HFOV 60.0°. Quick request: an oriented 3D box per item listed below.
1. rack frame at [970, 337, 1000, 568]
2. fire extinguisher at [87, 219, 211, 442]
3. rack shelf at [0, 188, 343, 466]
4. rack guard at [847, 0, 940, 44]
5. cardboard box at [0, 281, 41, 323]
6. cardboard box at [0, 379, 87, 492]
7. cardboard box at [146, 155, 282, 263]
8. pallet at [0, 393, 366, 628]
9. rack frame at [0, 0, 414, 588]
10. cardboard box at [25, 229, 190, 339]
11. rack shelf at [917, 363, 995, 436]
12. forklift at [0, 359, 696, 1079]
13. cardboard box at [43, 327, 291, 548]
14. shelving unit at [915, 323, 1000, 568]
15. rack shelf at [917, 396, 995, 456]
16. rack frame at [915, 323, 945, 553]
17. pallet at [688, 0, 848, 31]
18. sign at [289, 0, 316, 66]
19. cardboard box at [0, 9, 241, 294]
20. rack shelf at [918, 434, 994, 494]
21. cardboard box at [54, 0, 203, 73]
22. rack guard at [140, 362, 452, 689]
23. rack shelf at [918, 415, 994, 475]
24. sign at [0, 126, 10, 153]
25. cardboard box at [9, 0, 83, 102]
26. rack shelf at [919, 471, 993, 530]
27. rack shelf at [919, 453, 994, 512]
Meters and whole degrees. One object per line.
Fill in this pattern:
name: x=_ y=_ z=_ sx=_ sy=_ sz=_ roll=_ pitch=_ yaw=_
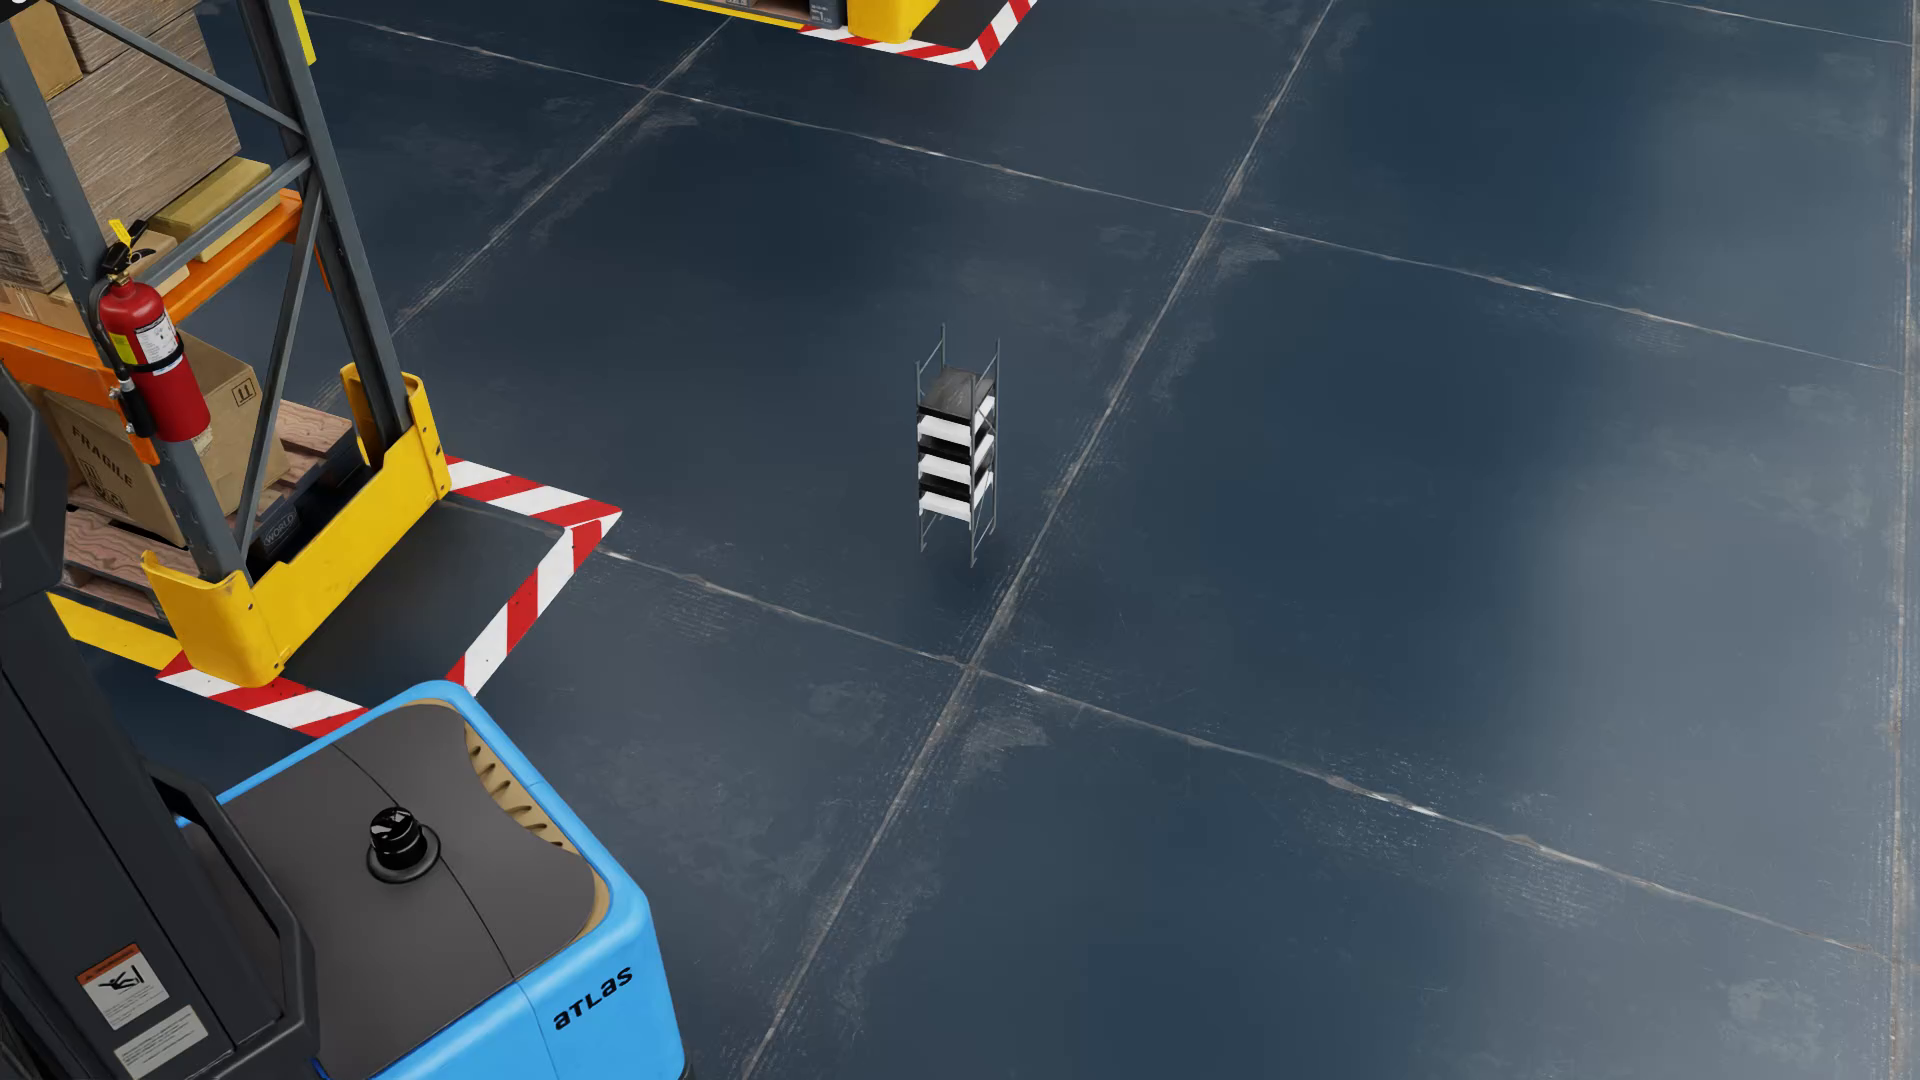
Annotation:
rack frame: x=0.086 y=-0.294 z=5.907 sx=0.006 sy=0.900 sz=0.240 roll=16 pitch=47 yaw=16
fire extinguisher: x=-2.341 y=-0.585 z=4.766 sx=0.183 sy=0.674 sz=0.296 roll=16 pitch=47 yaw=16
rack shelf: x=-4.115 y=-1.231 z=5.871 sx=4.000 sy=0.370 sz=1.077 roll=16 pitch=47 yaw=16
rack guard: x=-0.244 y=-3.252 z=9.164 sx=0.348 sy=0.500 sz=1.175 roll=16 pitch=47 yaw=16
cardboard box: x=-2.842 y=-0.865 z=5.171 sx=0.250 sy=0.149 sz=0.380 roll=16 pitch=47 yaw=16
cardboard box: x=-3.404 y=-0.526 z=6.127 sx=0.500 sy=0.500 sz=0.500 roll=29 pitch=52 yaw=26
cardboard box: x=-2.440 y=-1.087 z=5.394 sx=0.250 sy=0.149 sz=0.380 roll=16 pitch=47 yaw=16
pallet: x=-3.075 y=-0.219 z=6.320 sx=1.213 sy=0.211 sz=1.003 roll=16 pitch=47 yaw=16
rack frame: x=-2.269 y=-0.943 z=5.071 sx=0.127 sy=3.000 sz=1.000 roll=16 pitch=47 yaw=16
cardboard box: x=-2.611 y=-0.797 z=5.103 sx=0.250 sy=0.149 sz=0.380 roll=16 pitch=47 yaw=16
rack shelf: x=-0.007 y=-0.489 z=5.768 sx=0.200 sy=0.077 sz=0.258 roll=16 pitch=47 yaw=16
forklift: x=-2.154 y=1.008 z=3.159 sx=3.031 sy=2.935 sz=1.130 roll=-32 pitch=53 yaw=-28
cardboard box: x=-2.839 y=-0.386 z=5.986 sx=0.500 sy=0.500 sz=0.500 roll=25 pitch=50 yaw=23
shelving unit: x=-0.007 y=-0.321 z=5.935 sx=0.210 sy=0.900 sz=0.258 roll=16 pitch=47 yaw=16
rack shelf: x=-0.007 y=-0.425 z=5.831 sx=0.200 sy=0.077 sz=0.258 roll=16 pitch=47 yaw=16
rack frame: x=-0.101 y=-0.349 z=5.963 sx=0.006 sy=0.900 sz=0.240 roll=16 pitch=47 yaw=16
pallet: x=-1.034 y=-3.322 z=9.439 sx=1.213 sy=0.211 sz=1.003 roll=16 pitch=47 yaw=16
sign: x=-2.060 y=-1.603 z=5.121 sx=0.005 sy=0.325 sz=0.100 roll=16 pitch=47 yaw=16
cardboard box: x=-2.766 y=-1.251 z=5.099 sx=0.500 sy=0.500 sz=0.875 roll=16 pitch=47 yaw=16
rack shelf: x=-0.007 y=-0.298 z=5.958 sx=0.200 sy=0.077 sz=0.258 roll=16 pitch=47 yaw=16
cardboard box: x=-2.671 y=-1.765 z=4.907 sx=0.500 sy=0.500 sz=0.500 roll=16 pitch=47 yaw=16
rack guard: x=-2.339 y=-0.078 z=5.974 sx=0.348 sy=0.500 sz=1.175 roll=16 pitch=47 yaw=16
rack shelf: x=-0.007 y=-0.361 z=5.895 sx=0.200 sy=0.077 sz=0.258 roll=16 pitch=47 yaw=16
sign: x=-2.501 y=-1.110 z=4.194 sx=0.005 sy=0.325 sz=0.100 roll=16 pitch=47 yaw=16
cardboard box: x=-2.872 y=-1.427 z=4.567 sx=0.500 sy=0.500 sz=0.500 roll=16 pitch=47 yaw=16
rack shelf: x=-0.007 y=-0.170 z=6.085 sx=0.200 sy=0.077 sz=0.258 roll=16 pitch=47 yaw=16
rack shelf: x=-0.007 y=-0.234 z=6.022 sx=0.200 sy=0.077 sz=0.258 roll=16 pitch=47 yaw=16
